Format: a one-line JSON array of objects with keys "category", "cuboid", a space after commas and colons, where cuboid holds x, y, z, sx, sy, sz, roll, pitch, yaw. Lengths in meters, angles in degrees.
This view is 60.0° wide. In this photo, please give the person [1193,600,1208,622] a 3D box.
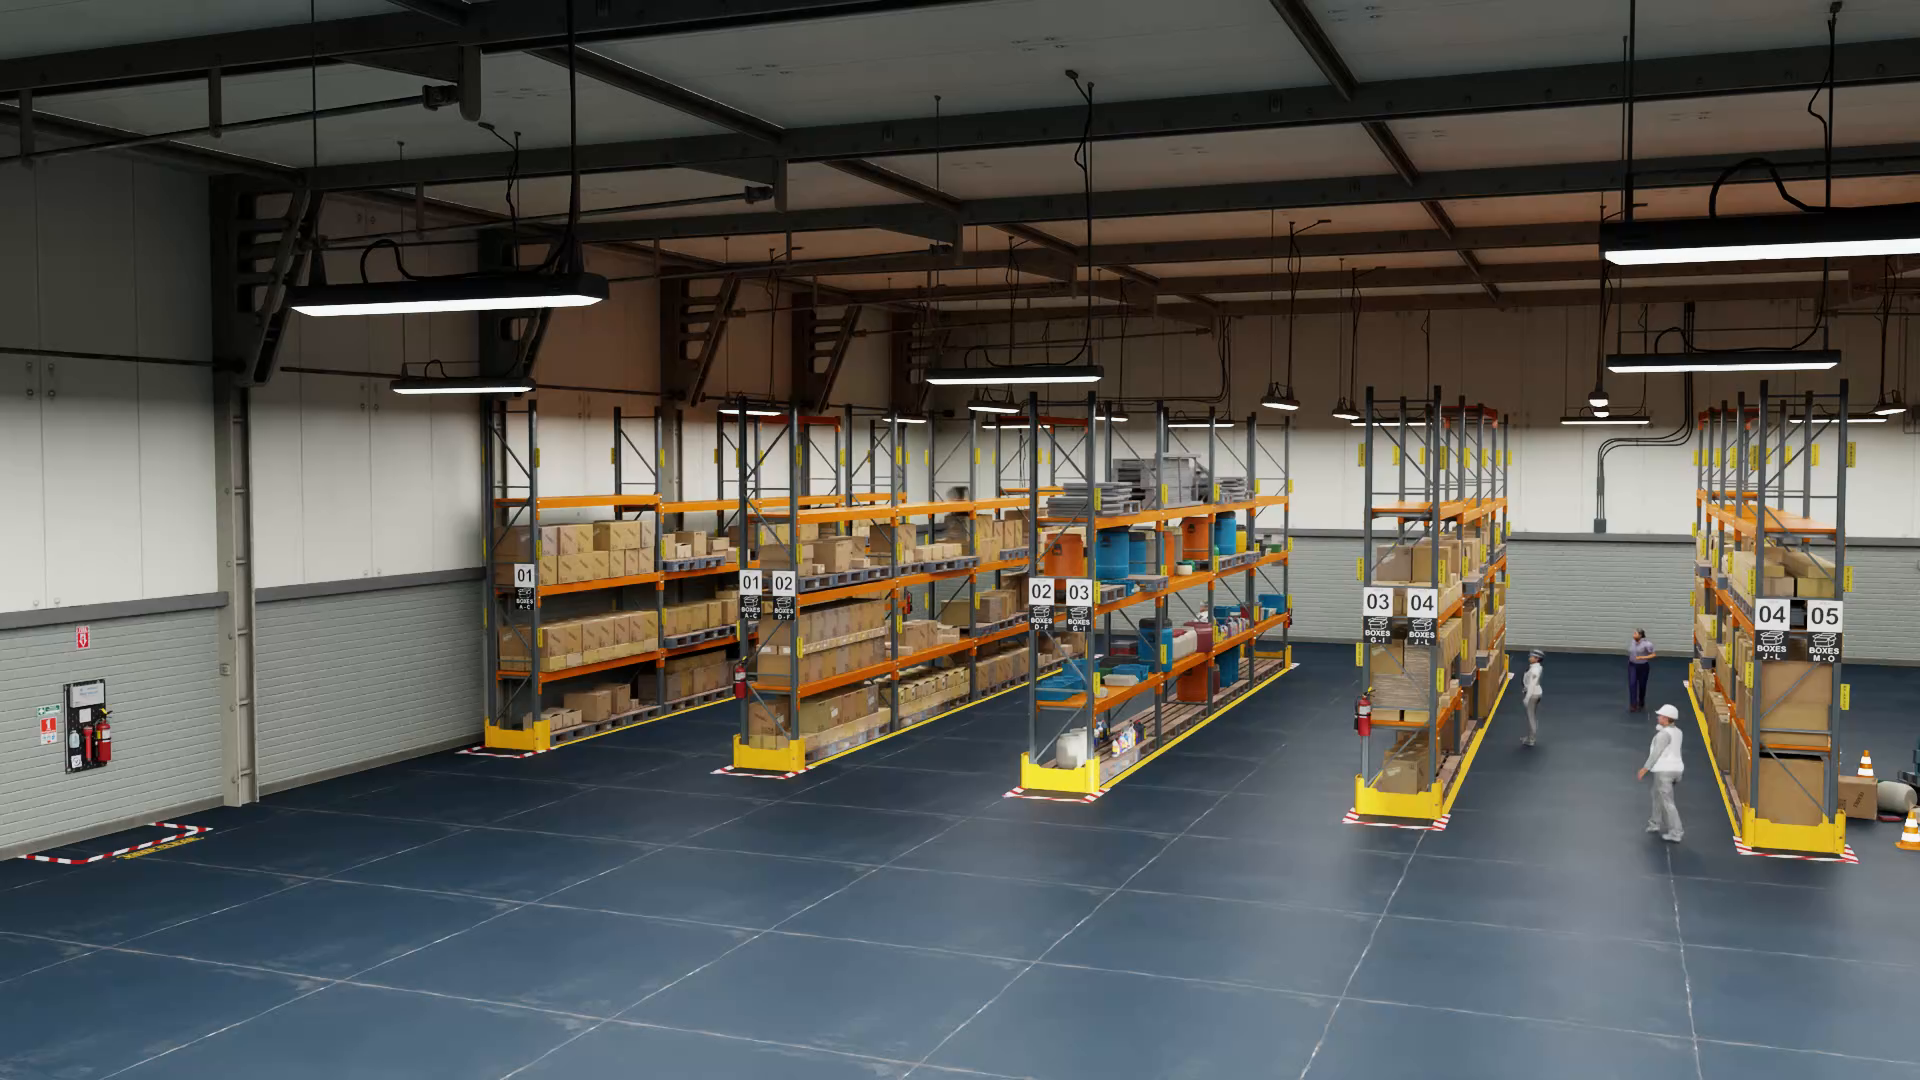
[{"category": "person", "cuboid": [5.498, 2.250, 38.041, 0.473, 1.774, 0.604, 0, 3, 7]}]

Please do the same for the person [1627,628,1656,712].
[{"category": "person", "cuboid": [13.452, 2.543, 32.831, 0.530, 1.603, 1.007, 1, 3, 24]}]

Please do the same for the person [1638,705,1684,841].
[{"category": "person", "cuboid": [9.250, 3.054, 21.857, 0.643, 1.788, 0.774, -2, 3, -31]}]

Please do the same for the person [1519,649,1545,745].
[{"category": "person", "cuboid": [9.951, 2.728, 29.041, 0.498, 1.682, 0.538, 2, 4, 39]}]
